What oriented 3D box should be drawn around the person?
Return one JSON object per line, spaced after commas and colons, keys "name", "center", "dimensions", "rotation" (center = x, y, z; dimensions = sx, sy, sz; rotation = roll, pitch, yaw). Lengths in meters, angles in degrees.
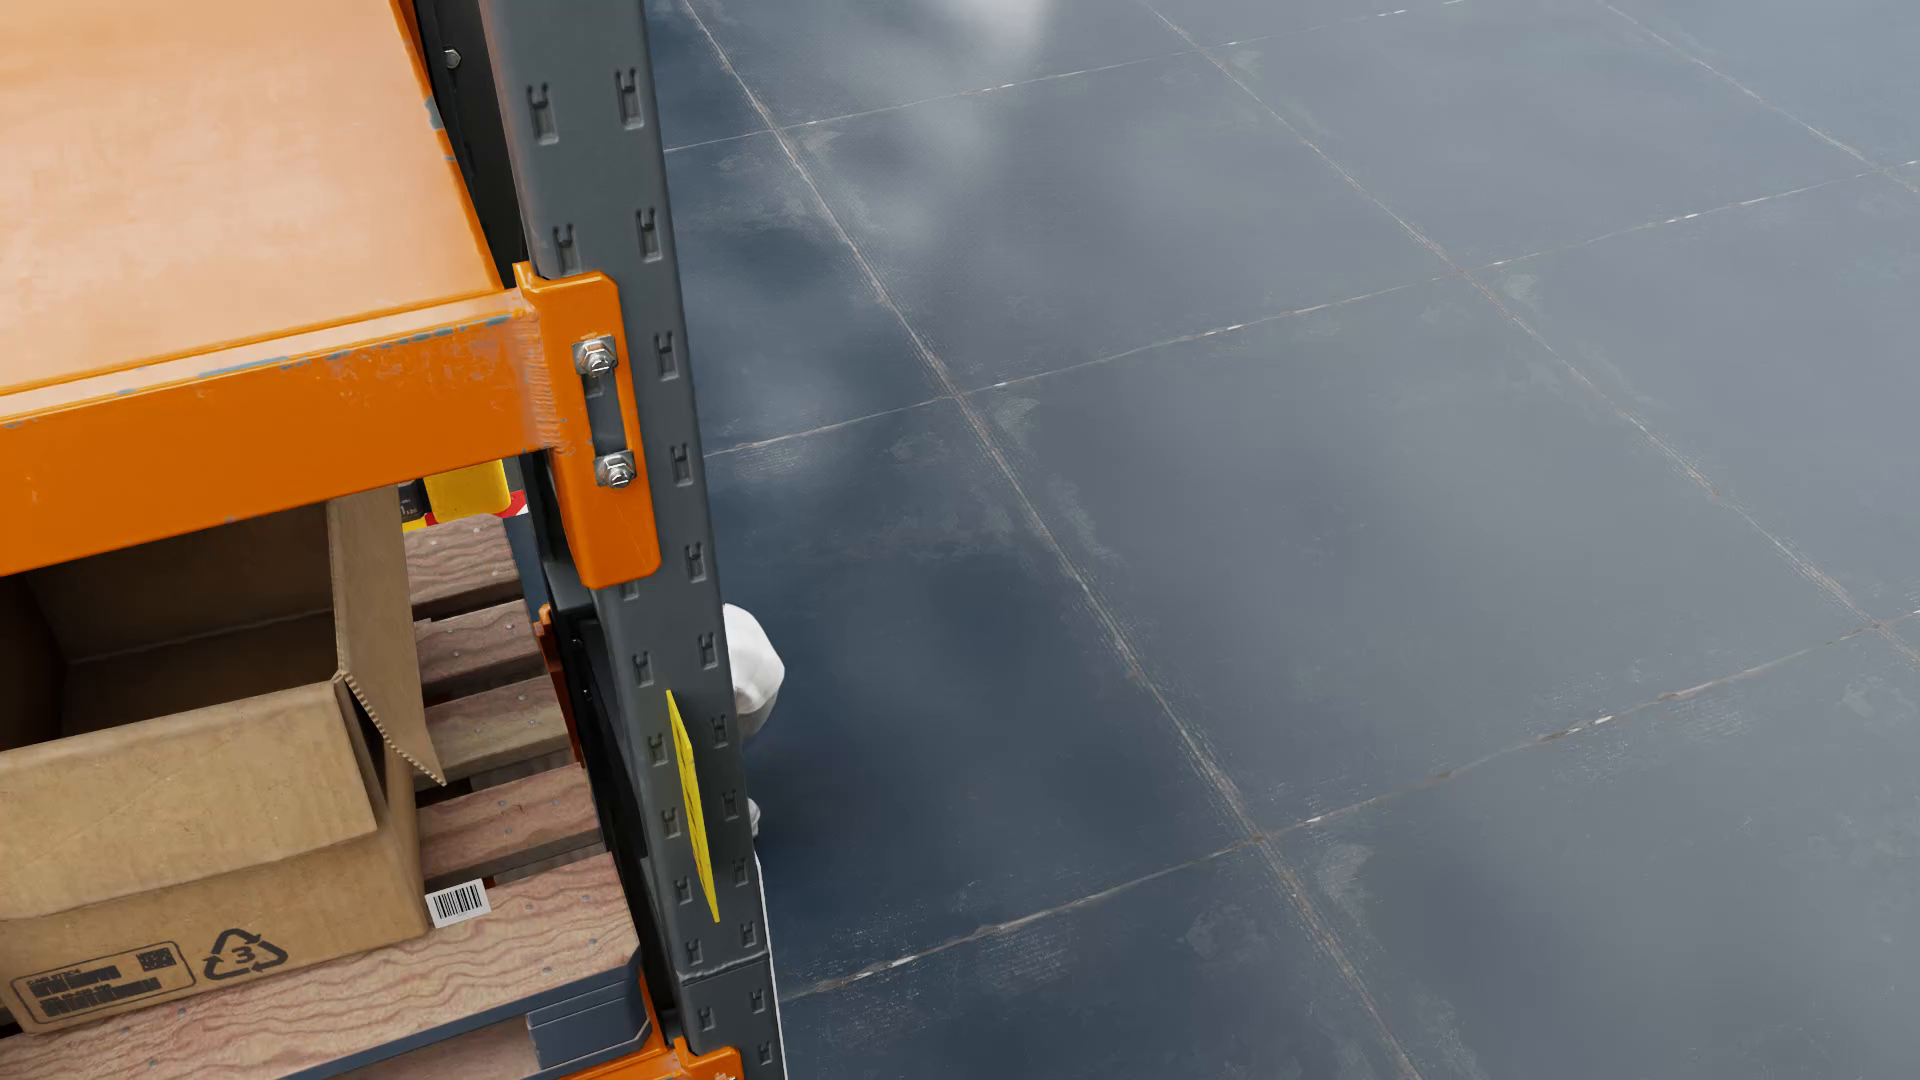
{"name": "person", "center": [-1.107, 0.717, 5.893], "dimensions": [0.997, 1.025, 0.513], "rotation": [-17, 44, -19]}
